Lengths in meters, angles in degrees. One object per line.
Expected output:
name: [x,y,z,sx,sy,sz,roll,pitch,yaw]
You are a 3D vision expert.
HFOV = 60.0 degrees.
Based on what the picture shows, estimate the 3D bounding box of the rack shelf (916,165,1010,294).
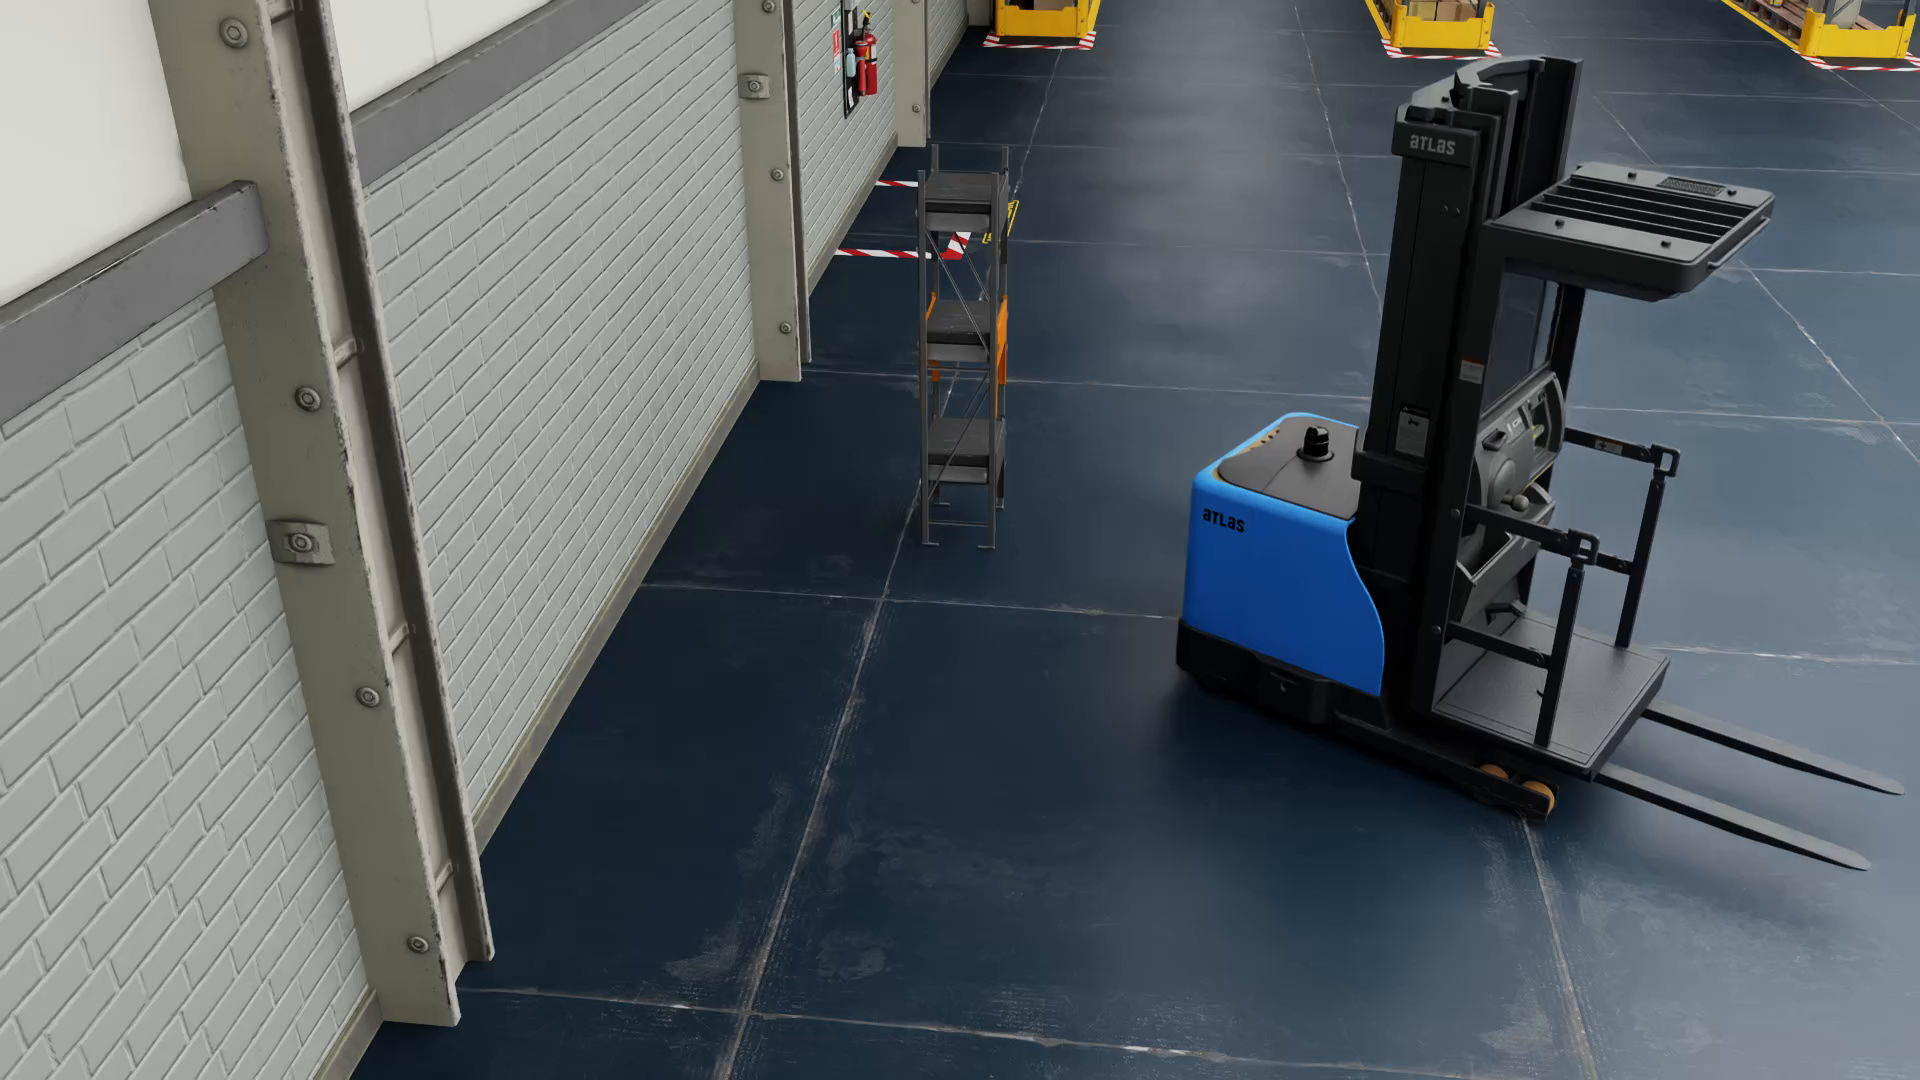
rack shelf: [0.020,-1.607,8.571,0.431,0.518,0.480,3,28,6]

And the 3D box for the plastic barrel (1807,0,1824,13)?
plastic barrel: [10.929,-6.825,20.937,0.421,0.512,0.421,0,28,0]

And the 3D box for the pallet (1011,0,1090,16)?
pallet: [1.175,-6.950,21.927,1.003,0.211,1.213,3,28,6]

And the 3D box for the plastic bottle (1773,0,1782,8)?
plastic bottle: [10.653,-7.037,21.636,0.097,0.201,0.097,0,28,0]

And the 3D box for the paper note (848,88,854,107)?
paper note: [-0.908,-3.689,13.863,0.016,0.148,0.142,3,28,6]

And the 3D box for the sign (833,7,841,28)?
sign: [-0.978,-4.152,13.198,0.001,0.109,0.331,3,28,6]

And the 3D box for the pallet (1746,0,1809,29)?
pallet: [11.083,-6.951,21.930,1.003,0.211,1.213,3,28,6]

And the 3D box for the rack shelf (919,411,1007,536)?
rack shelf: [0.020,-0.374,9.235,0.431,0.518,0.480,3,28,6]

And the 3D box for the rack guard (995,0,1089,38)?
rack guard: [1.040,-6.697,21.153,1.175,0.500,0.348,3,28,6]

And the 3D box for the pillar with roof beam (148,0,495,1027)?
pillar with roof beam: [2.325,-2.059,3.584,9.100,9.000,0.400,3,28,6]

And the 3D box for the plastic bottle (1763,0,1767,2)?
plastic bottle: [10.728,-7.252,21.957,0.152,0.276,0.135,3,28,5]

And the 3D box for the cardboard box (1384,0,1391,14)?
cardboard box: [5.769,-6.955,21.454,0.500,0.250,0.500,3,28,6]

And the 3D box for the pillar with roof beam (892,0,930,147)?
pillar with roof beam: [3.795,-7.708,14.069,9.100,9.000,0.400,3,28,6]

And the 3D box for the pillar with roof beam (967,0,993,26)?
pillar with roof beam: [4.531,-10.532,19.311,9.100,9.000,0.400,3,28,6]

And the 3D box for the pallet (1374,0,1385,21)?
pallet: [6.152,-7.183,22.360,1.003,0.211,1.213,3,28,6]

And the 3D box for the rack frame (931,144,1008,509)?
rack frame: [0.050,-1.117,9.110,0.400,2.100,0.015,3,28,6]

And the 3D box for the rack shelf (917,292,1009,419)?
rack shelf: [0.020,-0.990,8.903,0.431,0.518,0.480,3,28,6]

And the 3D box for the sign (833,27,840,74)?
sign: [-0.988,-3.917,13.321,0.001,0.329,0.234,3,28,6]

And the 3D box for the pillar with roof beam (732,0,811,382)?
pillar with roof beam: [3.060,-4.883,8.827,9.100,9.000,0.400,3,28,6]

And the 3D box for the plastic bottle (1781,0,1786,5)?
plastic bottle: [10.817,-7.184,21.823,0.061,0.283,0.133,3,28,6]

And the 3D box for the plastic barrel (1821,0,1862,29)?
plastic barrel: [10.868,-6.589,20.499,0.421,0.512,0.421,0,28,0]

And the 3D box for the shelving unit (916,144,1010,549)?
shelving unit: [0.020,-1.002,8.897,0.431,2.100,0.503,3,28,6]

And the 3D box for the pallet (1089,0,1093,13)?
pallet: [1.327,-7.522,22.990,1.003,0.211,1.213,3,28,6]

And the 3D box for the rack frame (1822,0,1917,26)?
rack frame: [10.863,-7.186,19.425,1.000,3.000,0.127,3,28,6]

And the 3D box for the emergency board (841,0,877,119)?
emergency board: [-0.818,-4.156,13.801,0.194,1.169,0.643,3,28,6]

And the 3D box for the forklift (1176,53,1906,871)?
forklift: [2.513,-0.385,6.875,3.031,2.935,1.130,20,34,33]

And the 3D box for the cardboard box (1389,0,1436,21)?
cardboard box: [5.720,-6.719,21.016,0.500,0.250,0.500,3,28,6]

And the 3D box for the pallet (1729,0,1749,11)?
pallet: [11.230,-7.527,22.999,1.003,0.211,1.213,3,28,6]

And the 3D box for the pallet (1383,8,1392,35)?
pallet: [6.000,-6.610,21.297,1.003,0.211,1.213,3,28,6]

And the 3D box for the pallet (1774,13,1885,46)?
pallet: [10.931,-6.378,20.867,1.003,0.211,1.213,3,28,6]

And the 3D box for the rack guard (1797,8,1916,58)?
rack guard: [10.826,-6.124,20.089,1.175,0.500,0.348,3,28,6]

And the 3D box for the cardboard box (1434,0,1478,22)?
cardboard box: [6.234,-6.689,20.960,0.500,0.250,0.500,3,28,6]

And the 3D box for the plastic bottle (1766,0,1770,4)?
plastic bottle: [10.711,-7.187,21.836,0.152,0.276,0.135,4,29,7]

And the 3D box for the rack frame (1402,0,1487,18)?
rack frame: [5.948,-7.475,19.963,1.000,3.000,0.127,3,28,6]

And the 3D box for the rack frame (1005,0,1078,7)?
rack frame: [1.031,-7.761,20.494,1.000,3.000,0.127,3,28,6]

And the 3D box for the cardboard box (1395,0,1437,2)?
cardboard box: [5.718,-7.049,20.838,0.500,0.500,0.500,3,28,6]

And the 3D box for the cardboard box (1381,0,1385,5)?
cardboard box: [5.829,-7.191,21.891,0.500,0.250,0.500,3,28,6]

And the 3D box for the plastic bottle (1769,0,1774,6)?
plastic bottle: [10.649,-7.129,21.721,0.061,0.283,0.133,4,29,7]

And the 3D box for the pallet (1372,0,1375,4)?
pallet: [6.299,-7.759,23.429,1.003,0.211,1.213,3,28,6]

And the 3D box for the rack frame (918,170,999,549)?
rack frame: [-0.010,-0.887,8.683,0.400,2.100,0.015,3,28,6]

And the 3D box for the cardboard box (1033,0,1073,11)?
cardboard box: [1.205,-7.092,21.622,0.500,0.311,0.500,0,28,0]

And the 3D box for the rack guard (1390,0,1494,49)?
rack guard: [5.945,-6.363,20.534,1.175,0.500,0.348,3,28,6]
